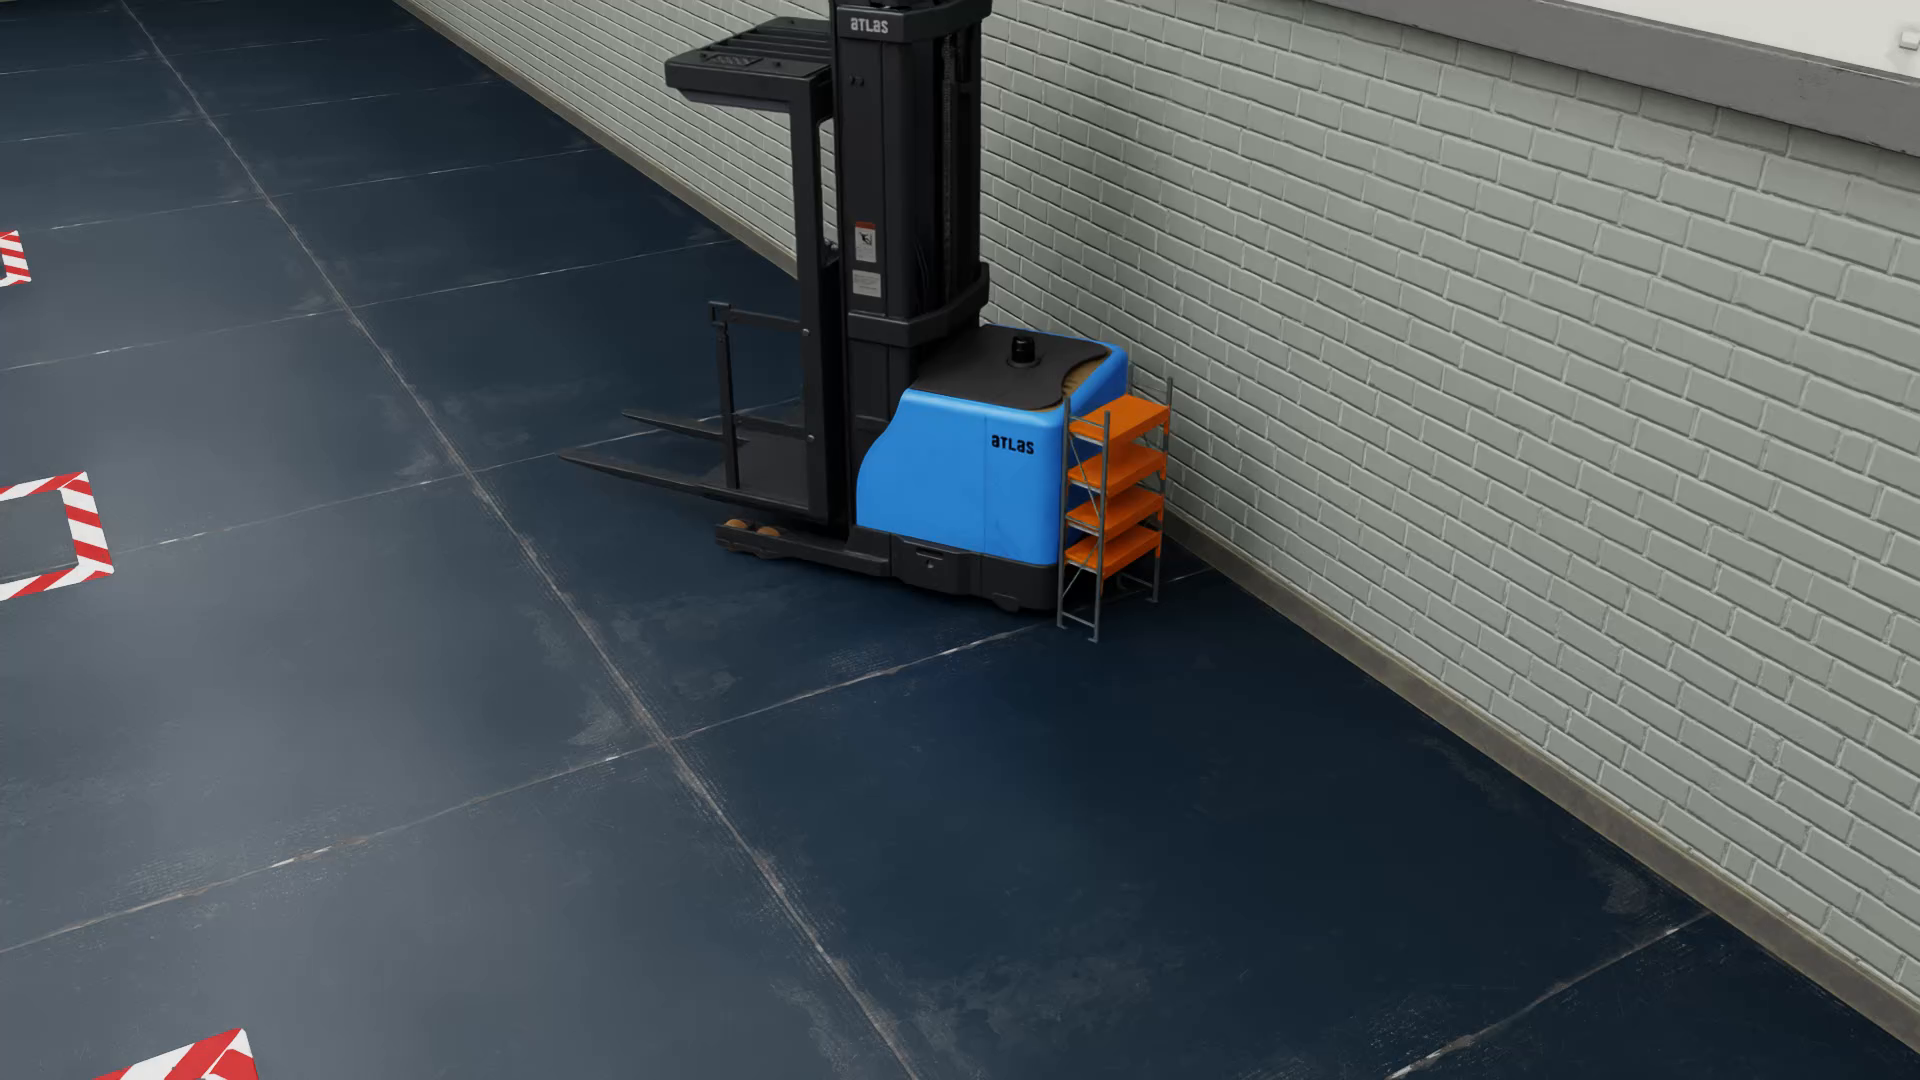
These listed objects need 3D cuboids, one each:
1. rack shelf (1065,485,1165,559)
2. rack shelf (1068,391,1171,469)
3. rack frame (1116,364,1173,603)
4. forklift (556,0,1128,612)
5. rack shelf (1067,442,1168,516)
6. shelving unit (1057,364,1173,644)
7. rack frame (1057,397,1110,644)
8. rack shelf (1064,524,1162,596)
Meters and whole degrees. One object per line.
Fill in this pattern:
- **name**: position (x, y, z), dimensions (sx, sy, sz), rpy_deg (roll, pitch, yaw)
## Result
- **rack shelf**: position (0.721, -0.106, 7.839), dimensions (0.258, 0.148, 0.480), rpy_deg (23, 36, 35)
- **rack shelf**: position (0.722, -0.508, 7.616), dimensions (0.258, 0.148, 0.480), rpy_deg (23, 36, 35)
- **rack frame**: position (0.879, -0.254, 7.969), dimensions (0.240, 1.200, 0.015), rpy_deg (23, 36, 35)
- **forklift**: position (-0.711, -1.401, 8.255), dimensions (3.031, 2.935, 1.130), rpy_deg (12, 31, 21)
- **rack shelf**: position (0.721, -0.302, 7.730), dimensions (0.258, 0.148, 0.480), rpy_deg (23, 36, 35)
- **shelving unit**: position (0.721, -0.165, 7.806), dimensions (0.258, 1.200, 0.503), rpy_deg (23, 36, 35)
- **rack frame**: position (0.563, -0.075, 7.643), dimensions (0.240, 1.200, 0.015), rpy_deg (23, 36, 35)
- **rack shelf**: position (0.720, 0.068, 7.935), dimensions (0.258, 0.148, 0.480), rpy_deg (23, 36, 35)
